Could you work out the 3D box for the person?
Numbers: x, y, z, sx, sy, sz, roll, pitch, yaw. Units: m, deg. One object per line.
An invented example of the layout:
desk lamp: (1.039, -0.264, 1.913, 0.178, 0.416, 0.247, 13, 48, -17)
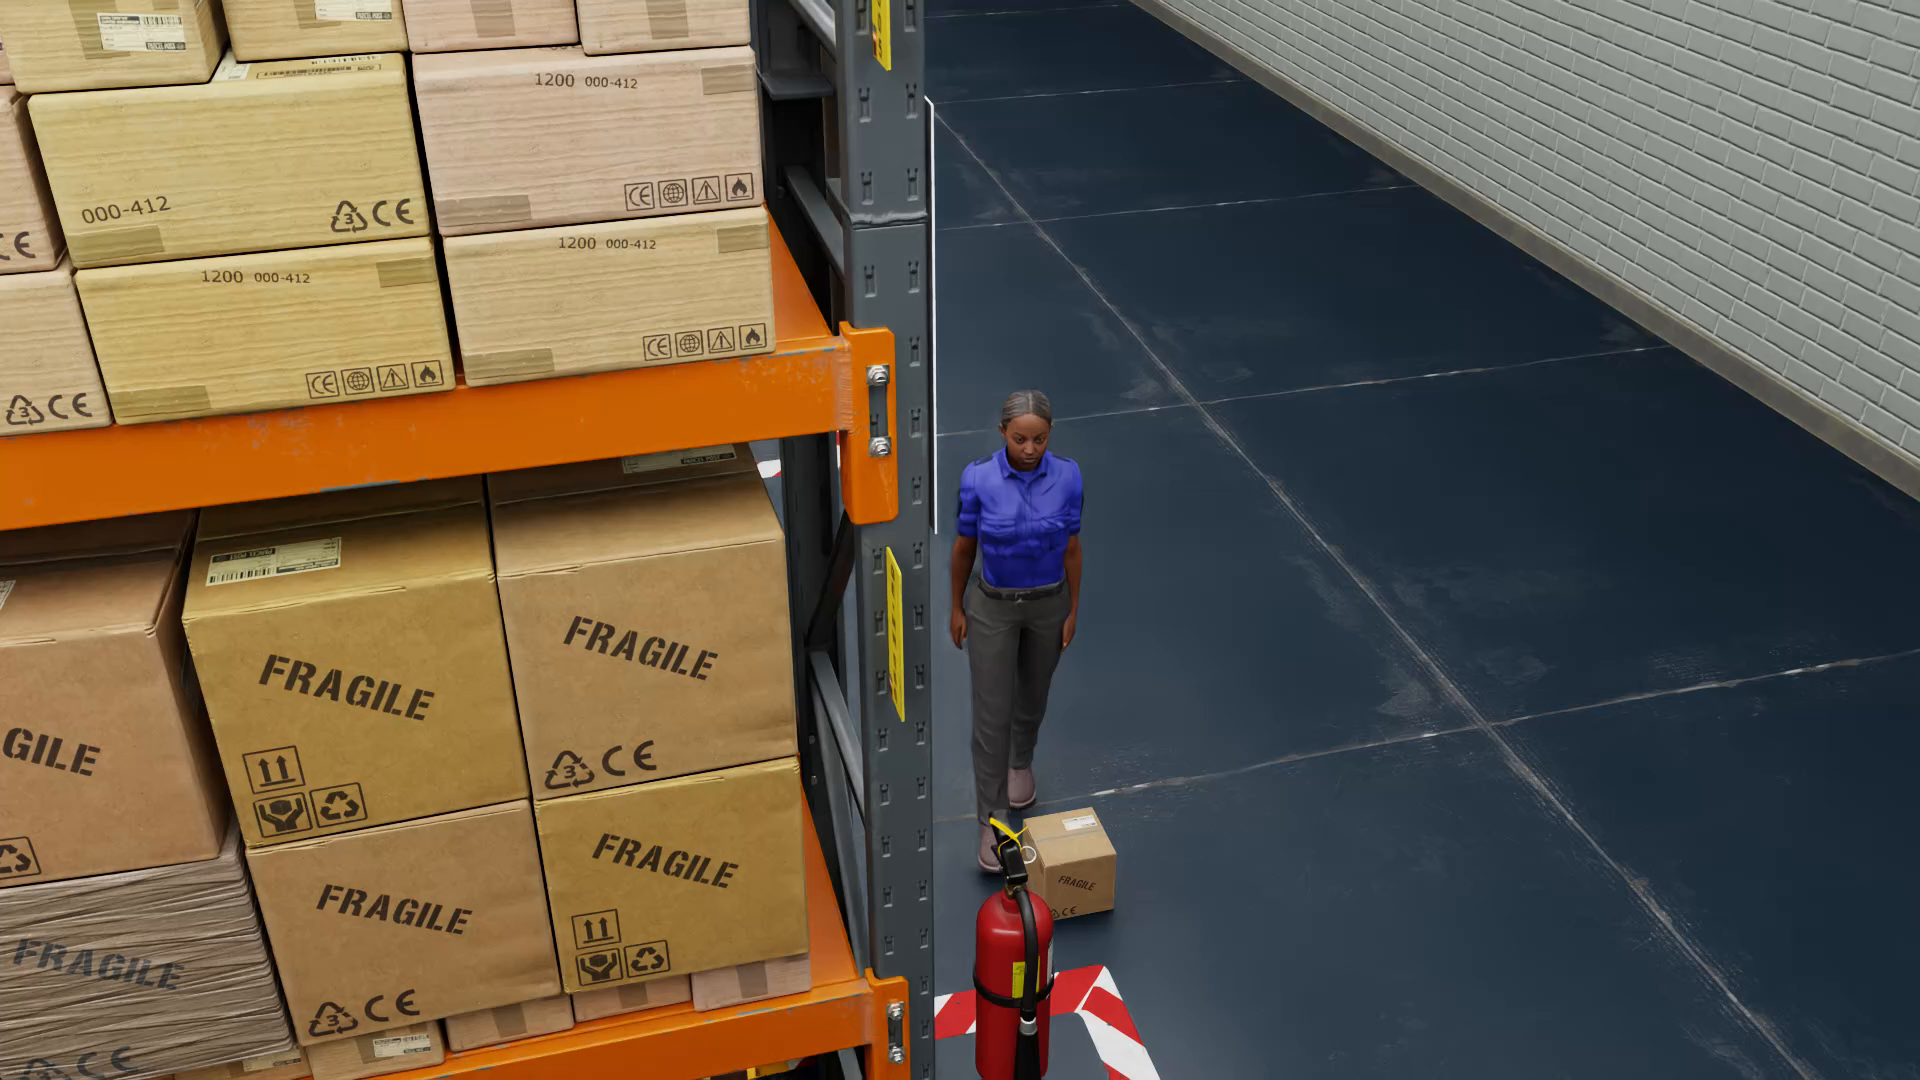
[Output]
person: (0.219, 0.301, 5.609, 0.450, 1.647, 0.666, -5, 31, -9)
